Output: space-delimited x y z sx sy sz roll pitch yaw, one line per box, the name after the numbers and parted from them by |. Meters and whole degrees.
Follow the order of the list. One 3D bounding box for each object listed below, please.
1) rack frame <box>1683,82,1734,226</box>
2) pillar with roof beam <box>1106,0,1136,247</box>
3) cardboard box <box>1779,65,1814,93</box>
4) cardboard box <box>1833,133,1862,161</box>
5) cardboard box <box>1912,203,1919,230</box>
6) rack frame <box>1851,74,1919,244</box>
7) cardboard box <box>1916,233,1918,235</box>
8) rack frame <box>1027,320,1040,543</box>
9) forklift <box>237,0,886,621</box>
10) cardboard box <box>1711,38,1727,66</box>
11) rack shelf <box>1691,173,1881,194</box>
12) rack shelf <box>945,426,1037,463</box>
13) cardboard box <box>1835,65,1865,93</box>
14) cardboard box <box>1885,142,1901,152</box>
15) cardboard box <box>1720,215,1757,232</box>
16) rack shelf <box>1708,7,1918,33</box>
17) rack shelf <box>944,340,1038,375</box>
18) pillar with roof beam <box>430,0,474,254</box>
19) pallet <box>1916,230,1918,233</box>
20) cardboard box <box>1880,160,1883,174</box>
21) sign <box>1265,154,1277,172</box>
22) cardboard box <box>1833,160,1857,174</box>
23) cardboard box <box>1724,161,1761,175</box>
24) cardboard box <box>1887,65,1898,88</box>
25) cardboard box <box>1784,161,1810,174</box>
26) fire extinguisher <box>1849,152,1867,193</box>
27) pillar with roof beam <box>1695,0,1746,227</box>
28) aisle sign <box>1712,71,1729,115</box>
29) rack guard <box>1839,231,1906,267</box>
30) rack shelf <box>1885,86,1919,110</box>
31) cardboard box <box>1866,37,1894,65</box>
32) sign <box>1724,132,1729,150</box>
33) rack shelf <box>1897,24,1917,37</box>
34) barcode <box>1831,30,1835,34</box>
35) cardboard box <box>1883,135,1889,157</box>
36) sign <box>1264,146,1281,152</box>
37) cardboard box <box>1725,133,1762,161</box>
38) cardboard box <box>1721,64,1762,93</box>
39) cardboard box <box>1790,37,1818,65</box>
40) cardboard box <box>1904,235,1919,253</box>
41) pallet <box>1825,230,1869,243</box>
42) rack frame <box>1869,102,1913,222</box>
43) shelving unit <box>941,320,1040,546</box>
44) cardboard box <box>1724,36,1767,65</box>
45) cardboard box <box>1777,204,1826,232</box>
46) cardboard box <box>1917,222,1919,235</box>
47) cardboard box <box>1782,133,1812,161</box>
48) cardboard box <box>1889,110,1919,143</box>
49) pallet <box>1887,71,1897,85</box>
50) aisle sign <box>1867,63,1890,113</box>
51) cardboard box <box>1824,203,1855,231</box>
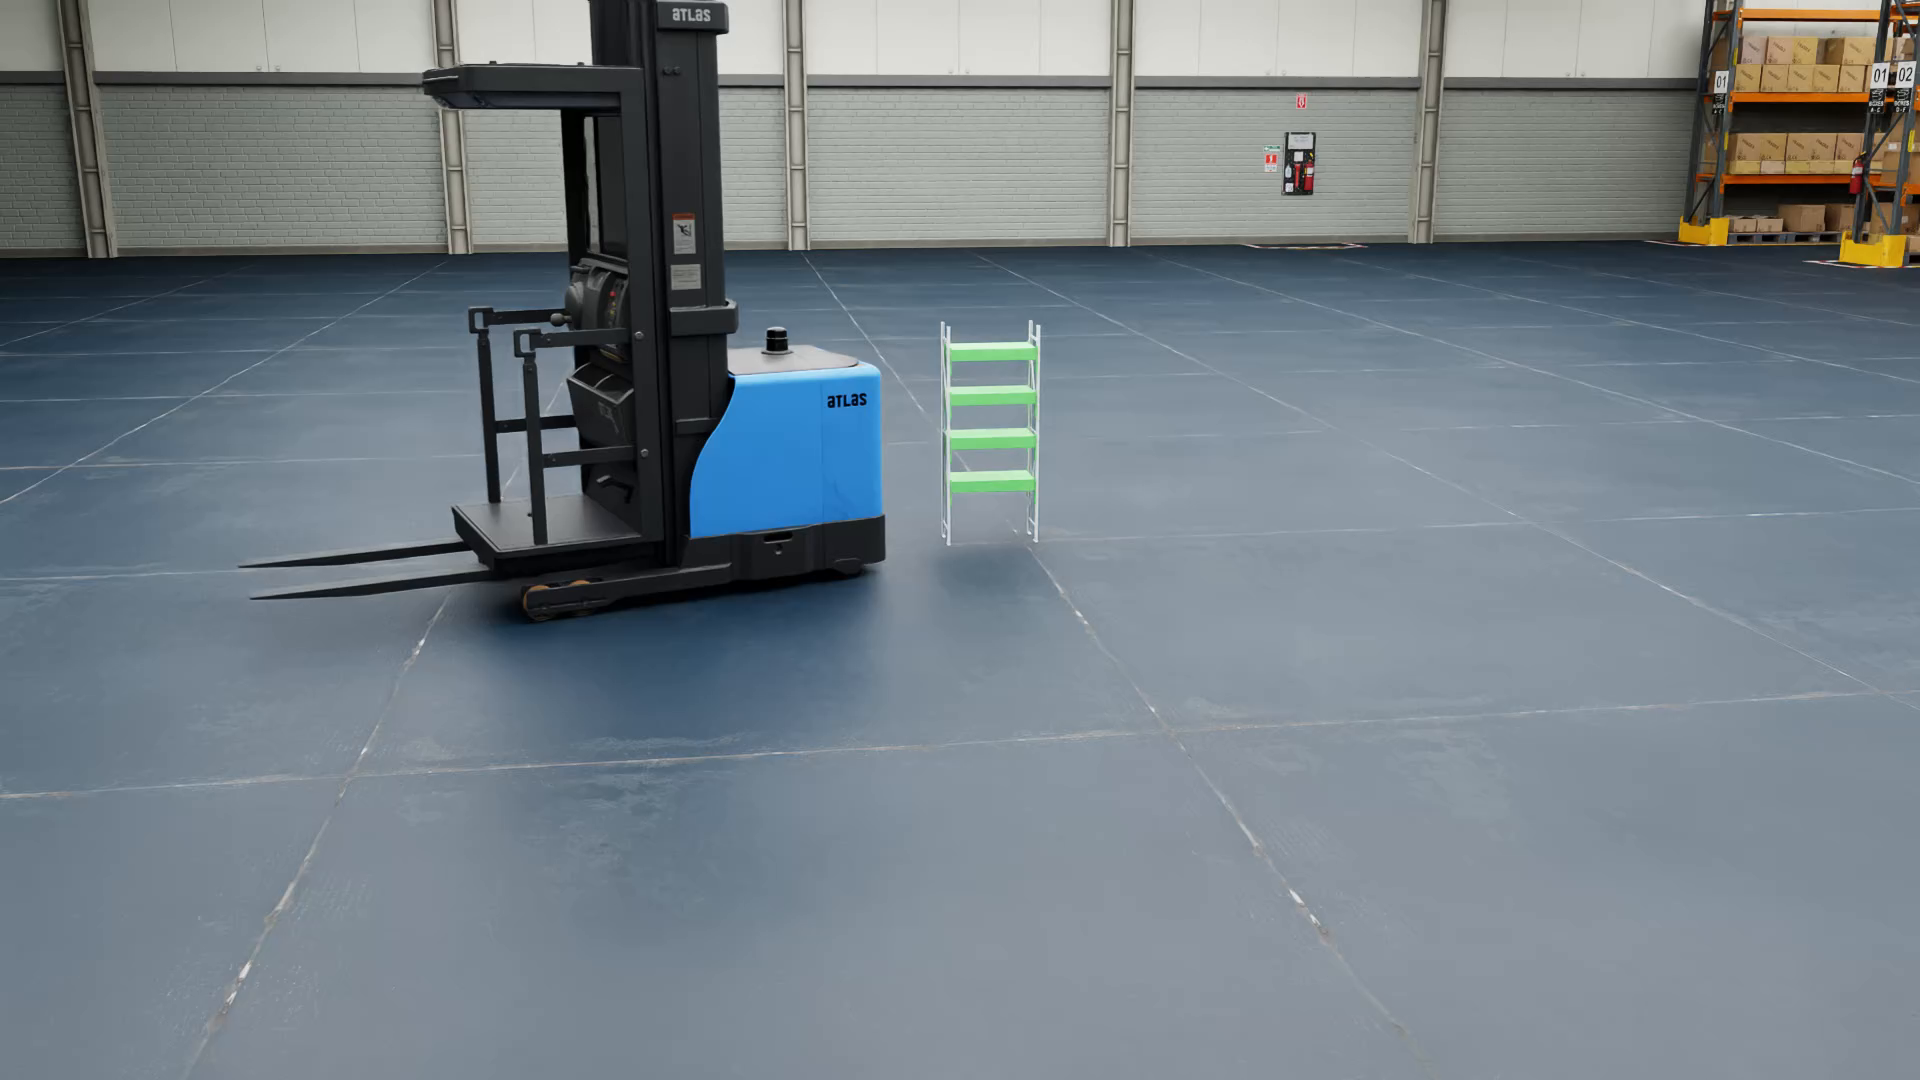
14.284 -7.200 31.804 0.127 3.000 1.000 -2 14 -8 | rack frame
3.623 -8.873 26.142 0.400 9.000 9.100 -2 14 -8 | pillar with roof beam
15.701 -8.696 31.356 0.500 0.500 0.500 -1 14 -6 | cardboard box
16.826 -7.519 31.802 0.500 0.500 0.500 -3 14 -10 | cardboard box
18.965 -6.377 32.755 0.500 0.500 0.700 -2 14 -6 | cardboard box
15.026 -6.009 27.053 0.127 3.000 1.000 -2 14 -8 | rack frame
16.005 -4.990 27.782 0.500 0.250 0.500 -2 14 -8 | cardboard box
0.405 -0.597 9.174 0.015 1.200 0.240 -2 14 -8 | rack frame
-1.934 -1.190 7.980 3.031 2.935 1.130 -7 16 -26 | forklift
14.672 -9.277 31.616 0.500 0.500 0.500 -1 14 -6 | cardboard box
16.262 -6.924 32.181 4.000 0.370 1.077 -2 14 -8 | rack shelf
0.164 -0.526 9.154 0.480 0.148 0.258 -2 14 -8 | rack shelf
16.733 -8.736 31.515 0.500 0.500 0.500 -3 14 -11 | cardboard box
15.375 -6.432 27.200 0.250 0.149 0.380 -2 14 -9 | cardboard box
14.982 -6.113 32.091 0.500 0.311 0.500 -4 15 -15 | cardboard box
16.262 -9.832 31.451 4.000 0.370 1.077 -2 14 -8 | rack shelf
0.164 -0.992 9.037 0.480 0.148 0.258 -2 14 -8 | rack shelf
-8.243 -8.438 24.408 0.400 9.000 9.100 -2 14 -8 | pillar with roof beam
19.009 -6.021 32.835 1.213 0.211 1.003 -2 14 -8 | pallet
17.816 -7.192 32.039 0.500 0.250 0.500 -2 14 -8 | cardboard box
5.903 -7.158 31.562 0.234 0.329 0.001 -2 14 -8 | sign
16.828 -7.154 31.887 0.500 0.250 0.500 -2 14 -9 | cardboard box
14.814 -7.078 31.586 0.500 0.250 0.500 -3 14 -10 | cardboard box
17.775 -8.780 31.692 0.500 0.500 0.500 -2 14 -7 | cardboard box
15.830 -7.118 31.743 0.500 0.250 0.500 -2 14 -9 | cardboard box
14.840 -6.079 27.491 0.183 0.674 0.296 -2 14 -8 | fire extinguisher
15.489 -9.308 27.876 0.400 9.000 9.100 -2 14 -8 | pillar with roof beam
14.258 -8.386 31.190 0.004 0.787 0.394 -2 14 -8 | aisle sign
15.002 -4.795 27.354 0.348 0.500 1.175 -2 14 -8 | rack guard
17.004 -7.187 27.065 4.000 0.370 1.077 -2 14 -8 | rack shelf
17.241 -9.237 31.459 0.500 0.500 0.500 -1 14 -5 | cardboard box
14.365 -7.490 31.179 0.005 0.325 0.100 -2 14 -8 | sign
20.217 -9.785 32.078 4.000 0.370 1.077 -2 14 -8 | rack shelf
16.801 -9.775 31.998 0.075 0.075 0.001 -2 14 -8 | barcode
17.818 -7.554 31.942 0.500 0.500 0.500 -2 14 -8 | cardboard box
5.909 -7.413 31.490 0.331 0.109 0.001 -2 14 -8 | sign
14.801 -7.446 31.510 0.500 0.500 0.500 -2 14 -8 | cardboard box
14.652 -8.665 31.233 0.500 0.500 0.500 -2 14 -7 | cardboard box
15.710 -9.181 31.235 0.500 0.500 0.500 -2 14 -7 | cardboard box
15.589 -4.845 27.201 0.500 0.250 0.500 -2 14 -8 | cardboard box
17.581 -5.960 32.590 1.213 0.211 1.003 -2 14 -8 | pallet
18.240 -7.345 32.382 0.127 3.000 1.000 -2 14 -8 | rack frame
0.164 -0.588 9.138 0.503 1.200 0.258 -2 14 -8 | shelving unit
14.701 -9.154 31.126 0.500 0.500 0.500 -3 14 -12 | cardboard box
16.279 -6.240 32.209 0.500 0.500 0.700 -3 14 -12 | cardboard box
16.084 -5.227 27.184 0.500 0.500 0.500 -2 14 -8 | cardboard box
15.803 -7.479 31.640 0.500 0.500 0.500 -3 14 -10 | cardboard box
15.542 -6.702 26.946 0.500 0.500 0.700 -2 14 -8 | cardboard box
15.729 -7.440 26.777 1.213 0.211 1.003 -2 14 -8 | pallet
14.917 -7.338 27.009 0.004 0.787 0.394 -2 14 -8 | aisle sign
17.219 -6.299 32.444 0.500 0.500 0.500 -3 14 -13 | cardboard box
